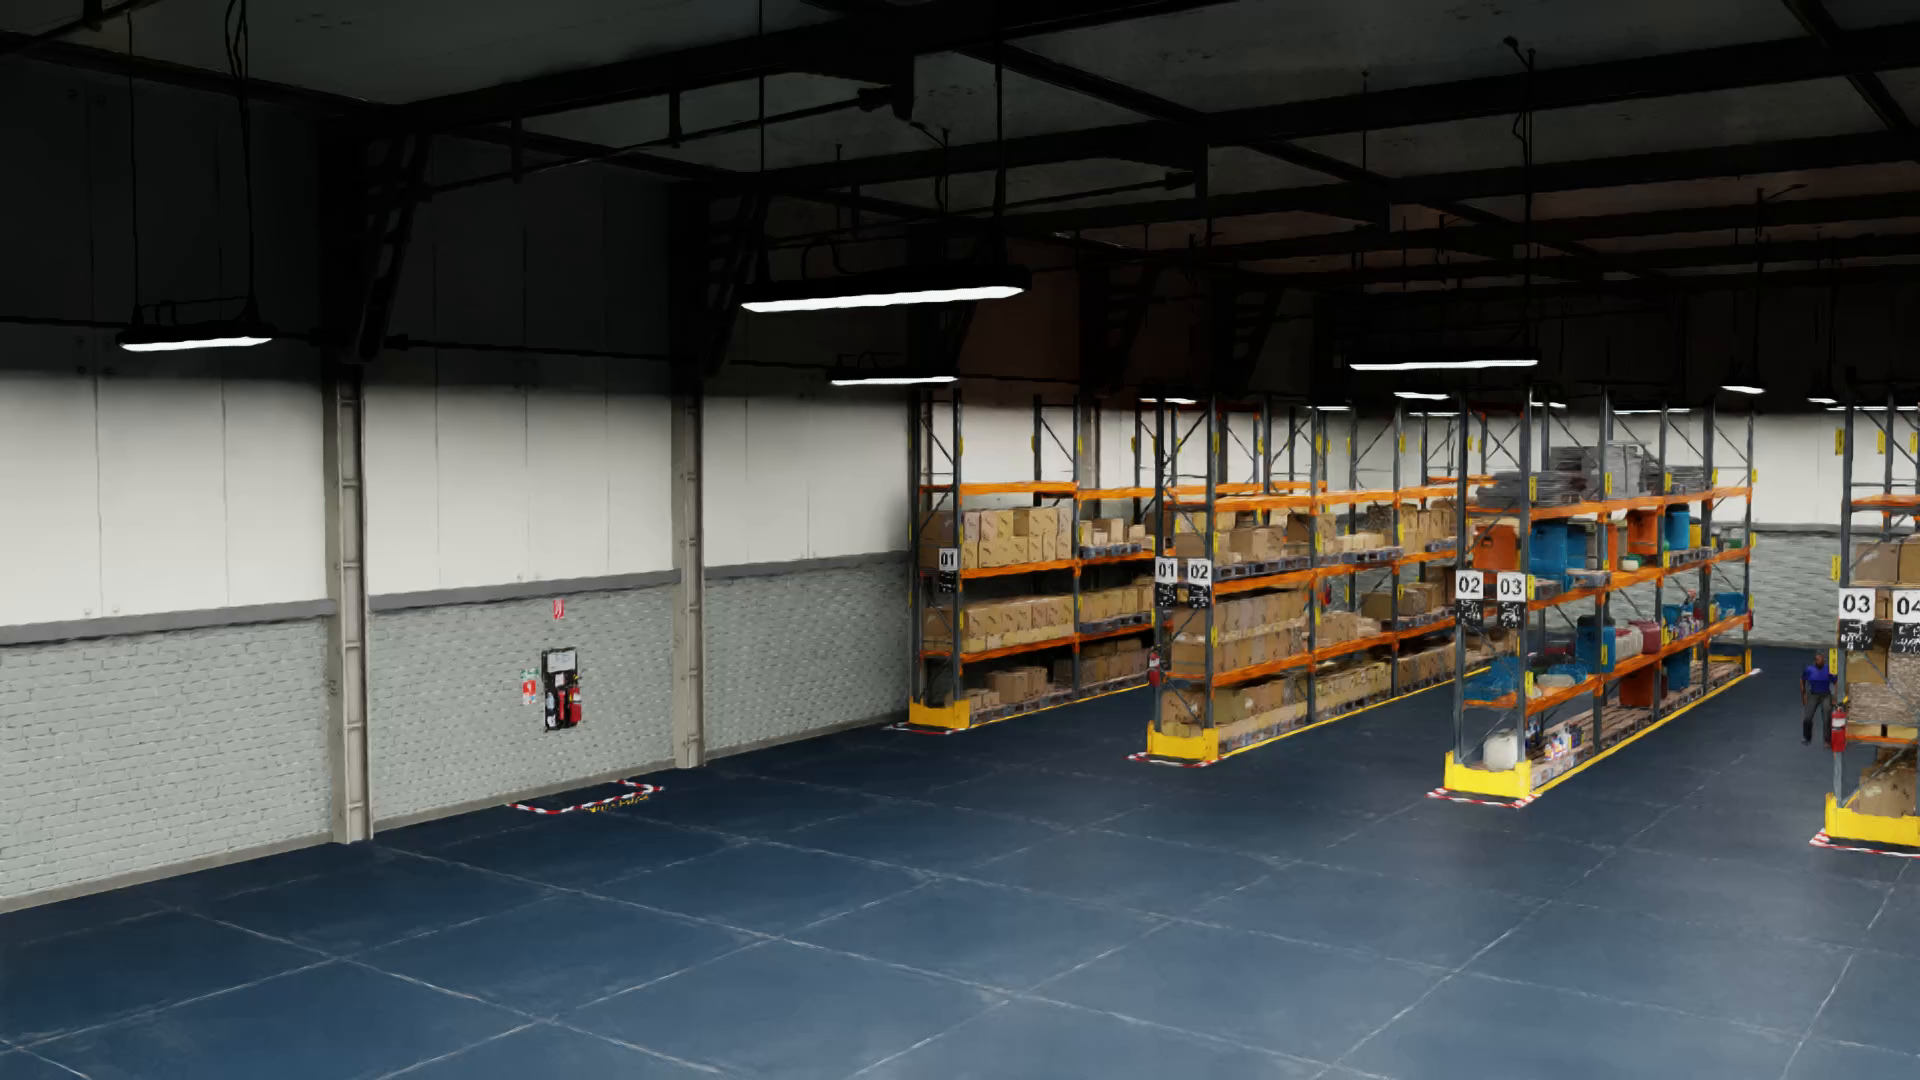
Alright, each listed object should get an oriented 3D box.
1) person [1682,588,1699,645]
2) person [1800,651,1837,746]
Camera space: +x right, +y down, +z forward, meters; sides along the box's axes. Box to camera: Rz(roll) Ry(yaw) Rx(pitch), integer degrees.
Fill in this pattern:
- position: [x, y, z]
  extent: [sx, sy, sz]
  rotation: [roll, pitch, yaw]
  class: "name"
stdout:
- position: [17.142, 1.940, 38.937]
  extent: [0.540, 1.661, 1.021]
  rotation: [3, 5, 45]
  class: "person"
- position: [14.284, 2.631, 27.665]
  extent: [0.571, 1.604, 0.513]
  rotation: [2, 4, 33]
  class: "person"
